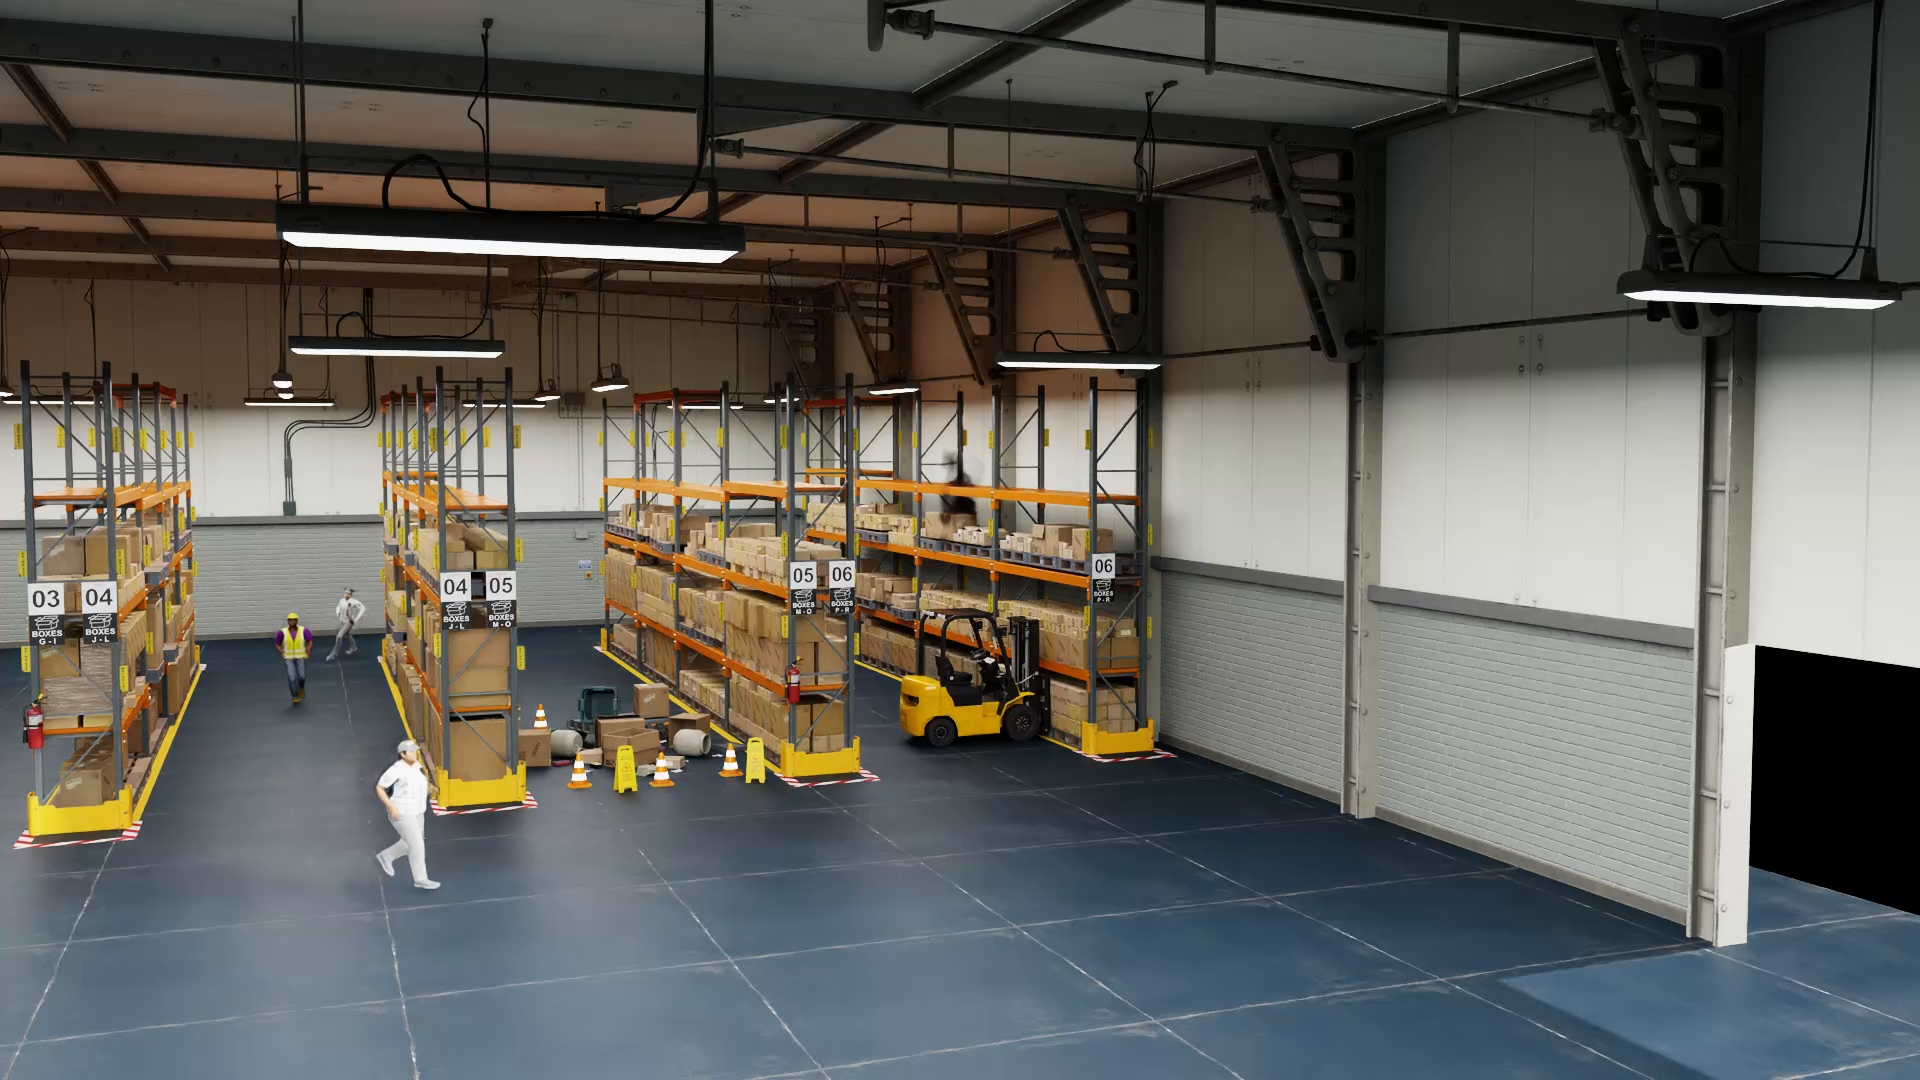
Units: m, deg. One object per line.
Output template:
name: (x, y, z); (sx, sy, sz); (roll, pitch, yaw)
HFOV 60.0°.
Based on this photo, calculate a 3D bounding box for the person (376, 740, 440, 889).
person: (-6.204, 3.049, 18.584); (0.855, 1.644, 0.610); (1, 4, 17)

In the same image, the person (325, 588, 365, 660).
person: (-14.056, 1.900, 38.123); (0.675, 1.644, 0.904); (2, 4, 27)

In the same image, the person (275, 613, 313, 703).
person: (-12.598, 2.240, 31.489); (0.674, 1.721, 0.569); (-1, 4, -22)
